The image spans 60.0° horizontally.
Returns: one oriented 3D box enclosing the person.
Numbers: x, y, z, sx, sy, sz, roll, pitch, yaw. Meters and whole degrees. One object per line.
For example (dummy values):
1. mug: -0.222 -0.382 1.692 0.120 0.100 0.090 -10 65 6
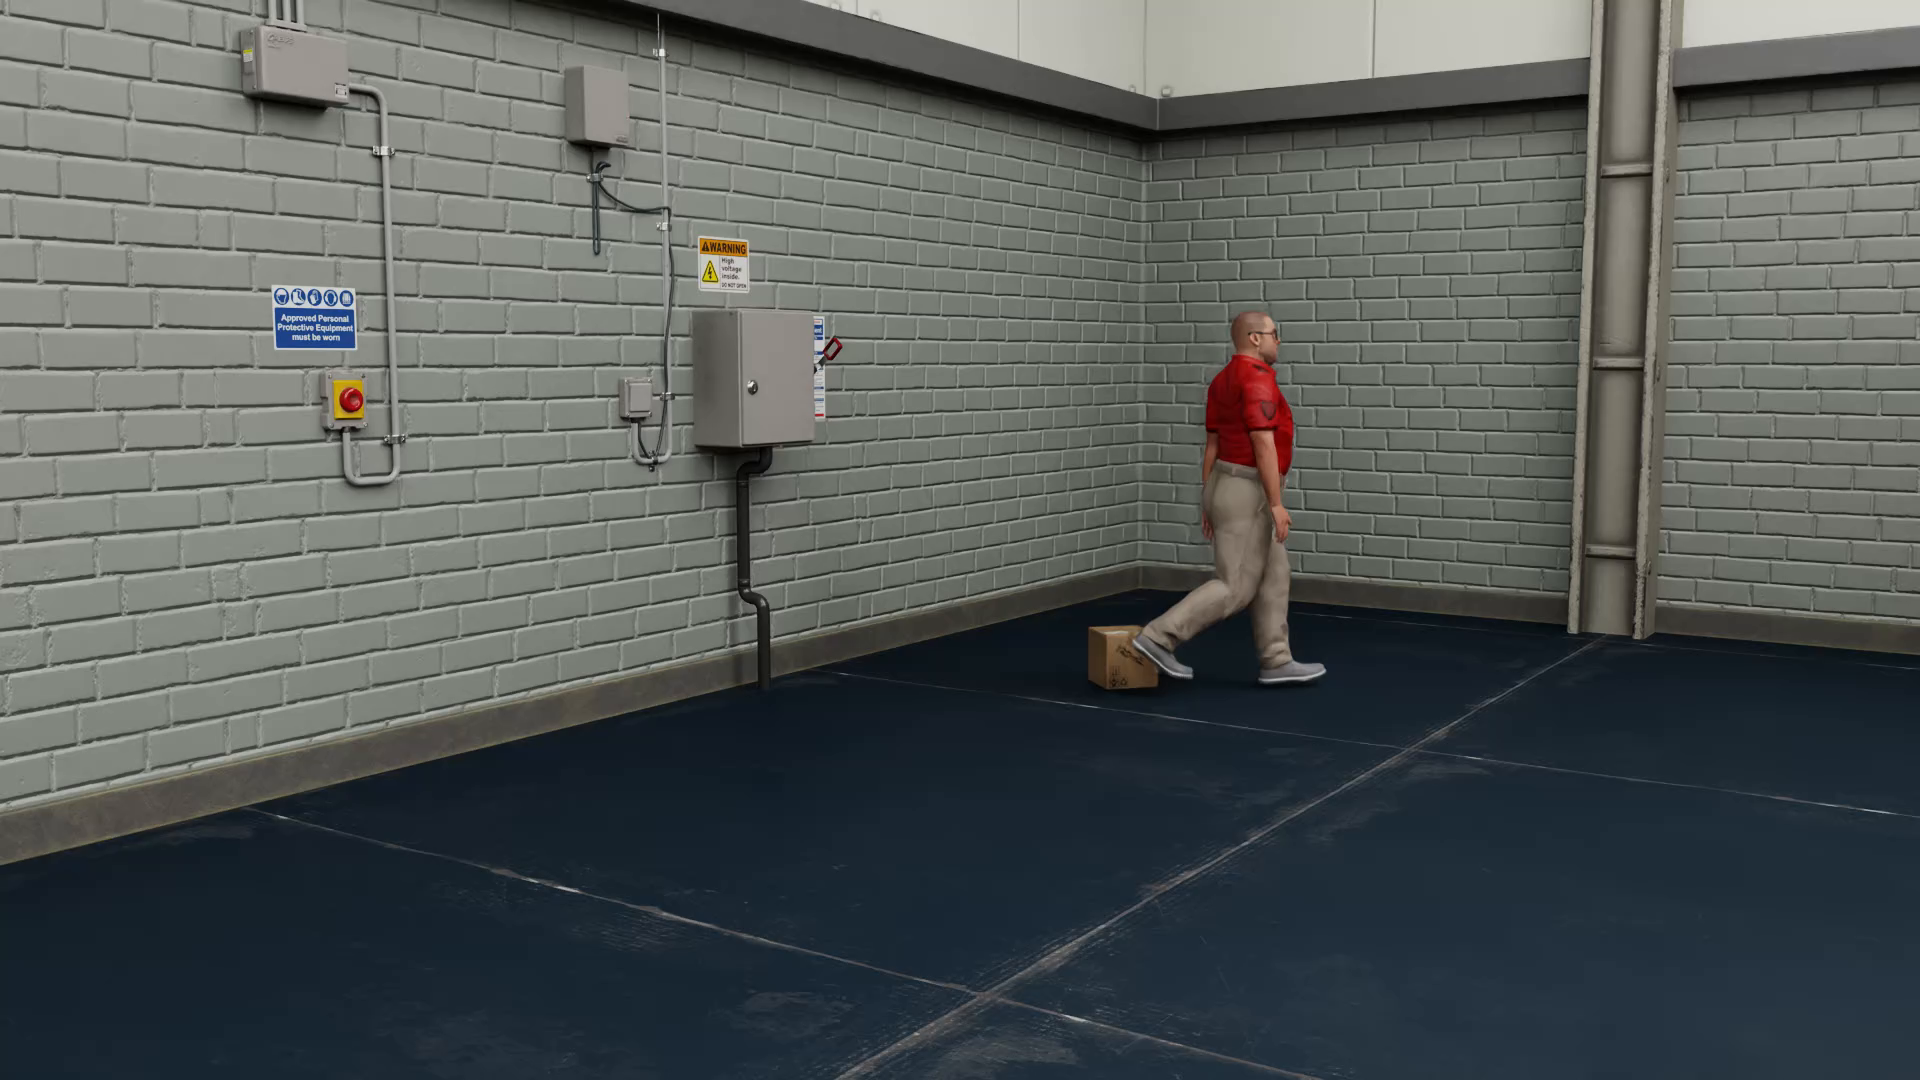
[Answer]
1. person: 1.222 -0.173 7.403 0.963 1.684 0.550 -1 6 -8
